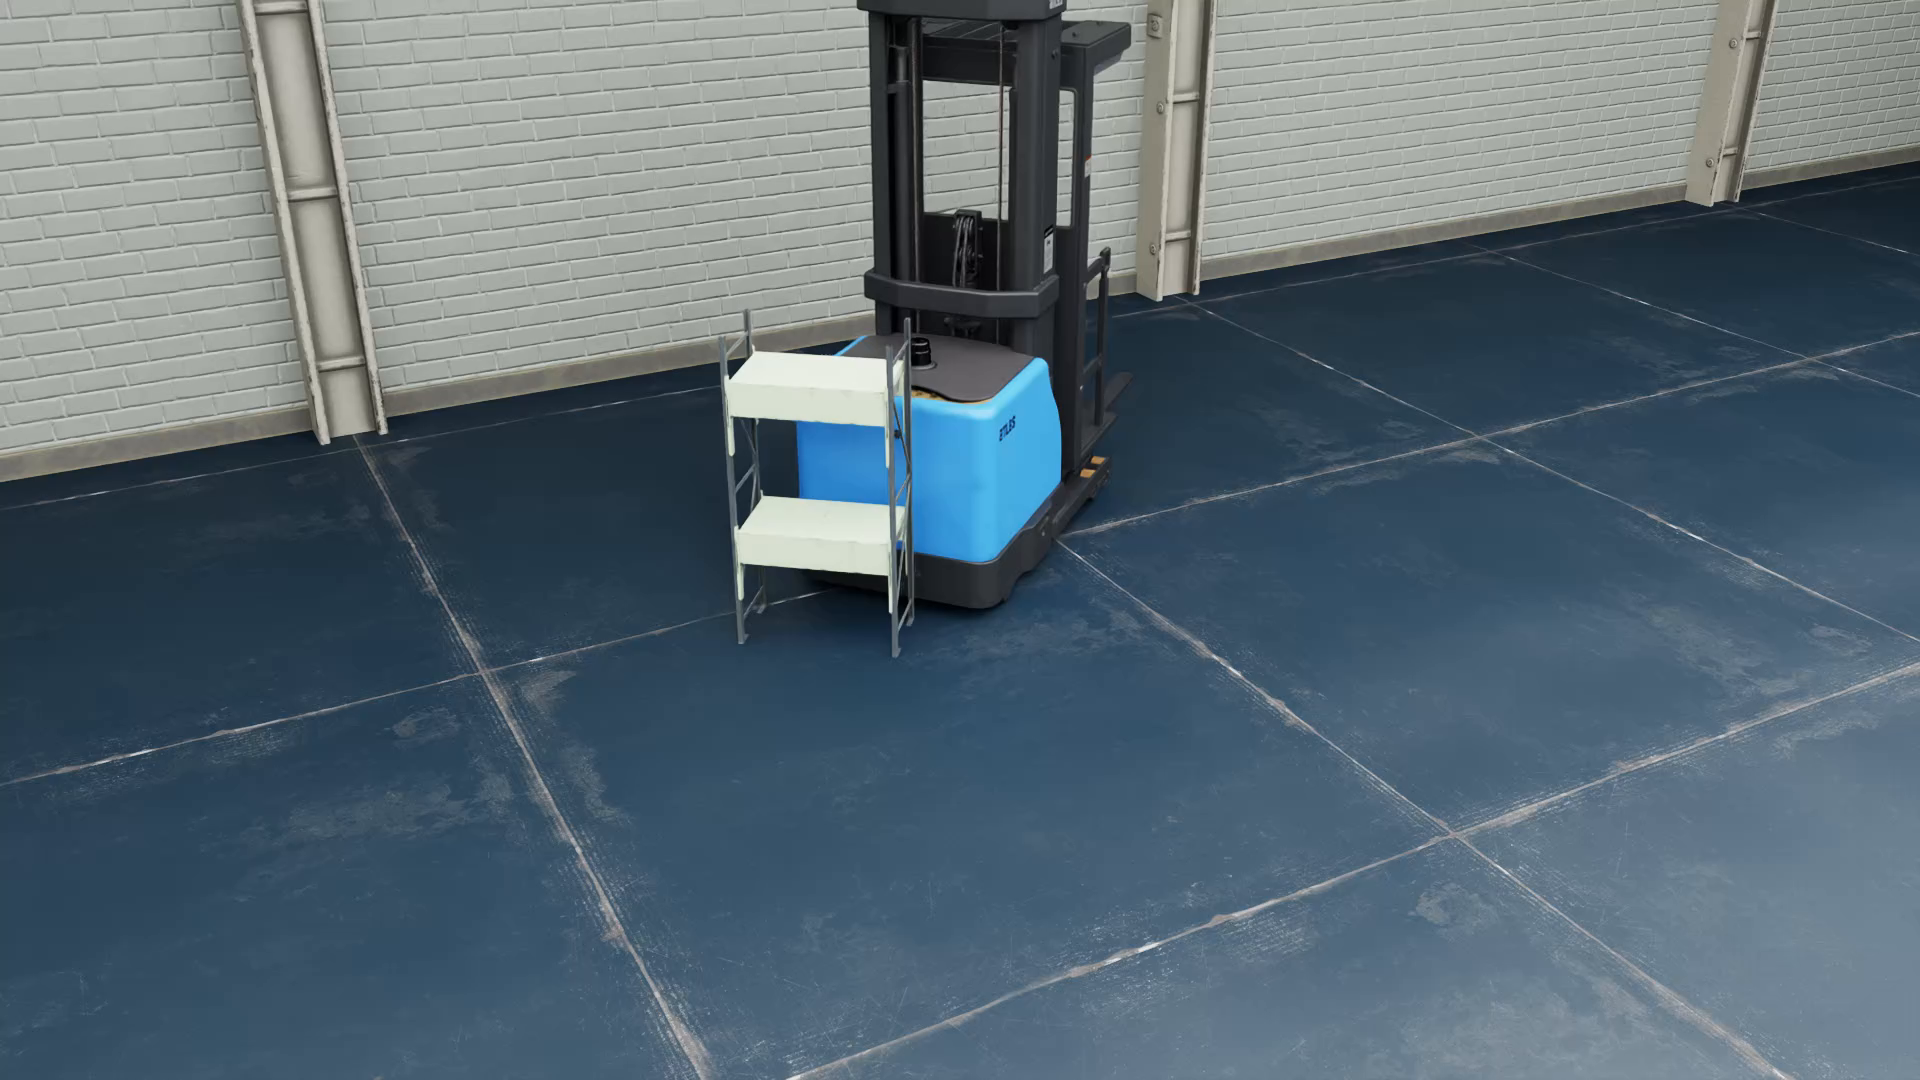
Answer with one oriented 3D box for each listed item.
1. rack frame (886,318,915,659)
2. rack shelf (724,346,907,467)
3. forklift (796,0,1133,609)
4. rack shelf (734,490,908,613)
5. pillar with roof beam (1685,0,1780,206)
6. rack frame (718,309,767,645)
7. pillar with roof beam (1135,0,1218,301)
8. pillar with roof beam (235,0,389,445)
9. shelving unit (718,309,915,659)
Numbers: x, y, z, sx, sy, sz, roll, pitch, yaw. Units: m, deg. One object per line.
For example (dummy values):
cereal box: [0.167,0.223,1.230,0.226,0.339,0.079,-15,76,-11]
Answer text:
rack frame: [-0.264,-0.217,7.468,0.023,1.500,0.400,5,26,9]
rack shelf: [-0.624,-0.597,7.357,0.720,0.370,0.431,5,26,9]
forklift: [0.214,-1.608,8.714,1.130,2.935,3.031,10,27,19]
rack shelf: [-0.624,0.048,7.669,0.720,0.370,0.431,5,26,9]
pillar with roof beam: [8.896,-5.524,9.859,0.400,9.000,9.100,-13,29,-25]
rack frame: [-0.984,-0.274,7.586,0.023,1.500,0.400,5,26,9]
pillar with roof beam: [3.602,-4.302,7.314,0.400,9.000,9.100,-13,29,-25]
pillar with roof beam: [-1.692,-3.080,4.769,0.400,9.000,9.100,-13,29,-25]
shelving unit: [-0.624,-0.246,7.527,0.755,1.500,0.431,5,26,9]
